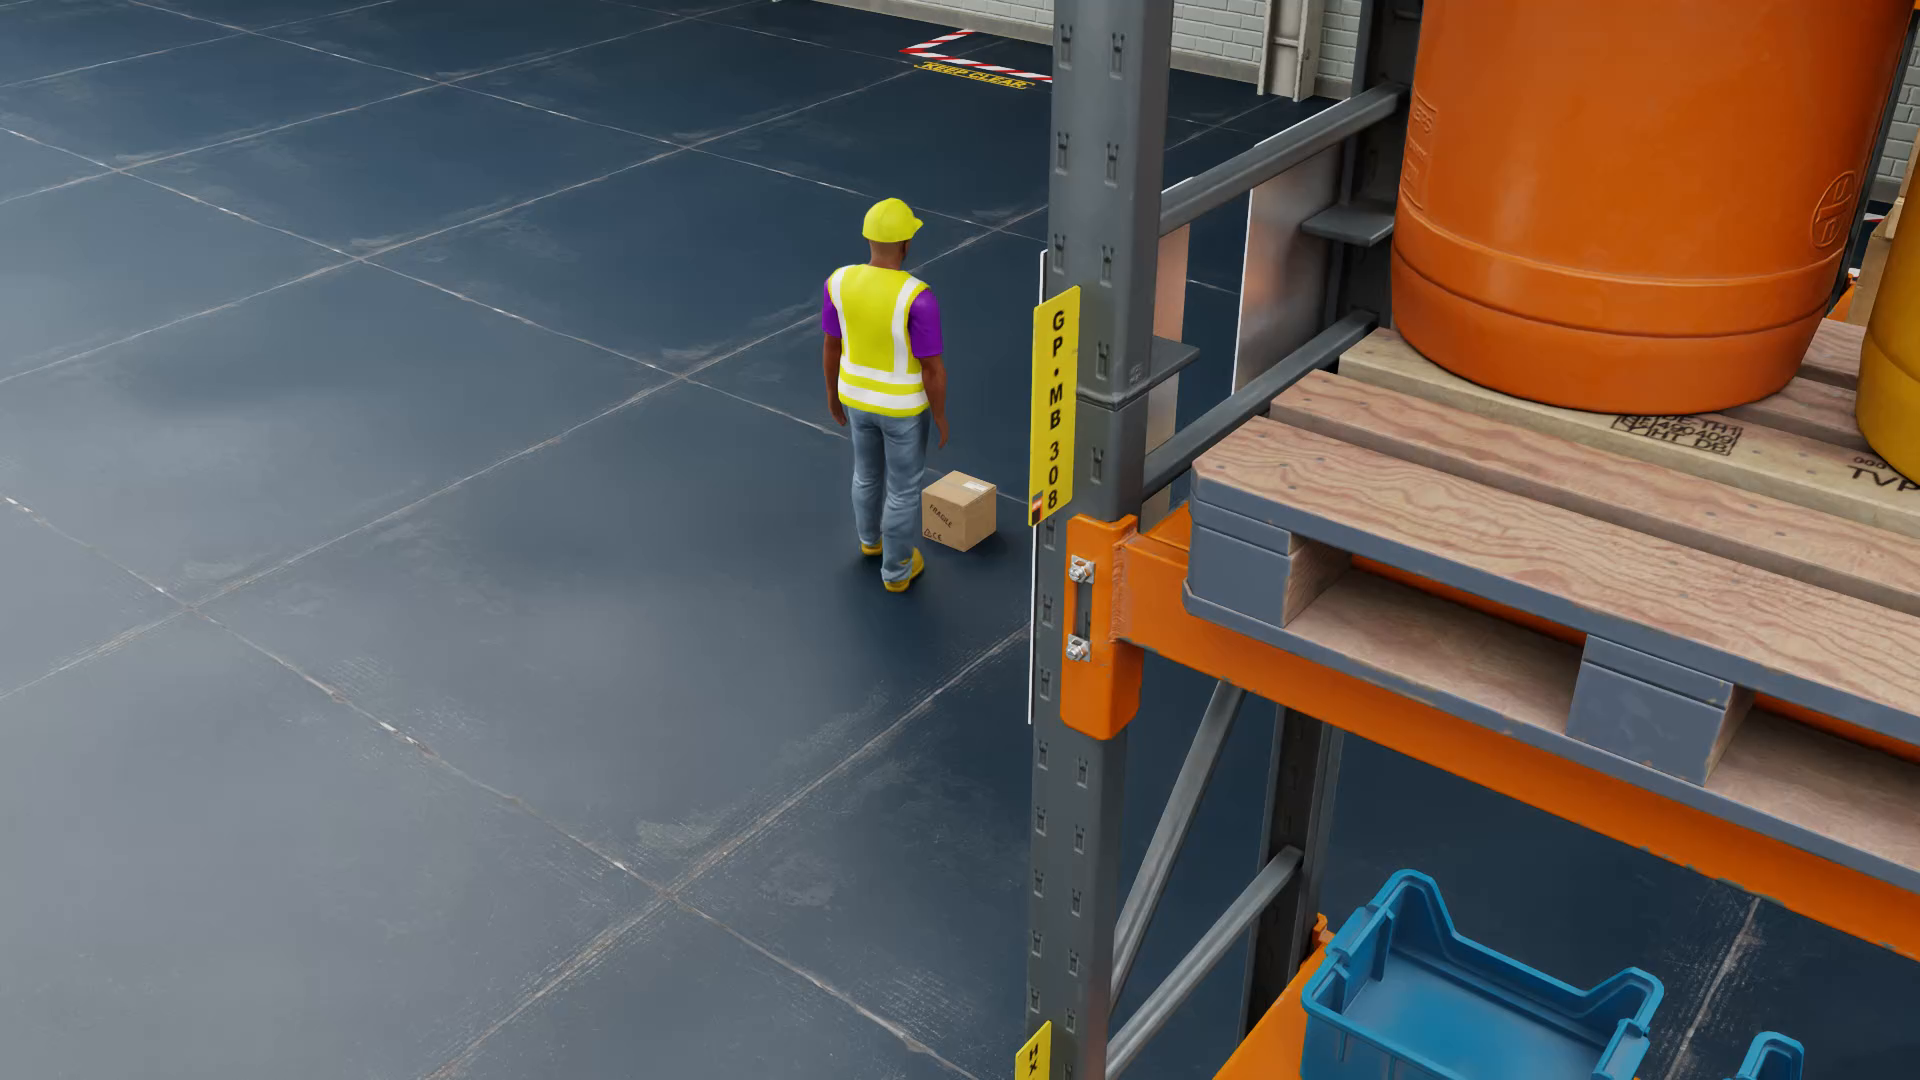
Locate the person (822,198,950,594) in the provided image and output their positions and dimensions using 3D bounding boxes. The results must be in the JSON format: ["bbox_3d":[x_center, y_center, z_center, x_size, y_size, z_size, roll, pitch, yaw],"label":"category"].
[{"bbox_3d":[-0.254,-0.643,7.175,0.583,1.774,0.548,15,34,24],"label":"person"}]
